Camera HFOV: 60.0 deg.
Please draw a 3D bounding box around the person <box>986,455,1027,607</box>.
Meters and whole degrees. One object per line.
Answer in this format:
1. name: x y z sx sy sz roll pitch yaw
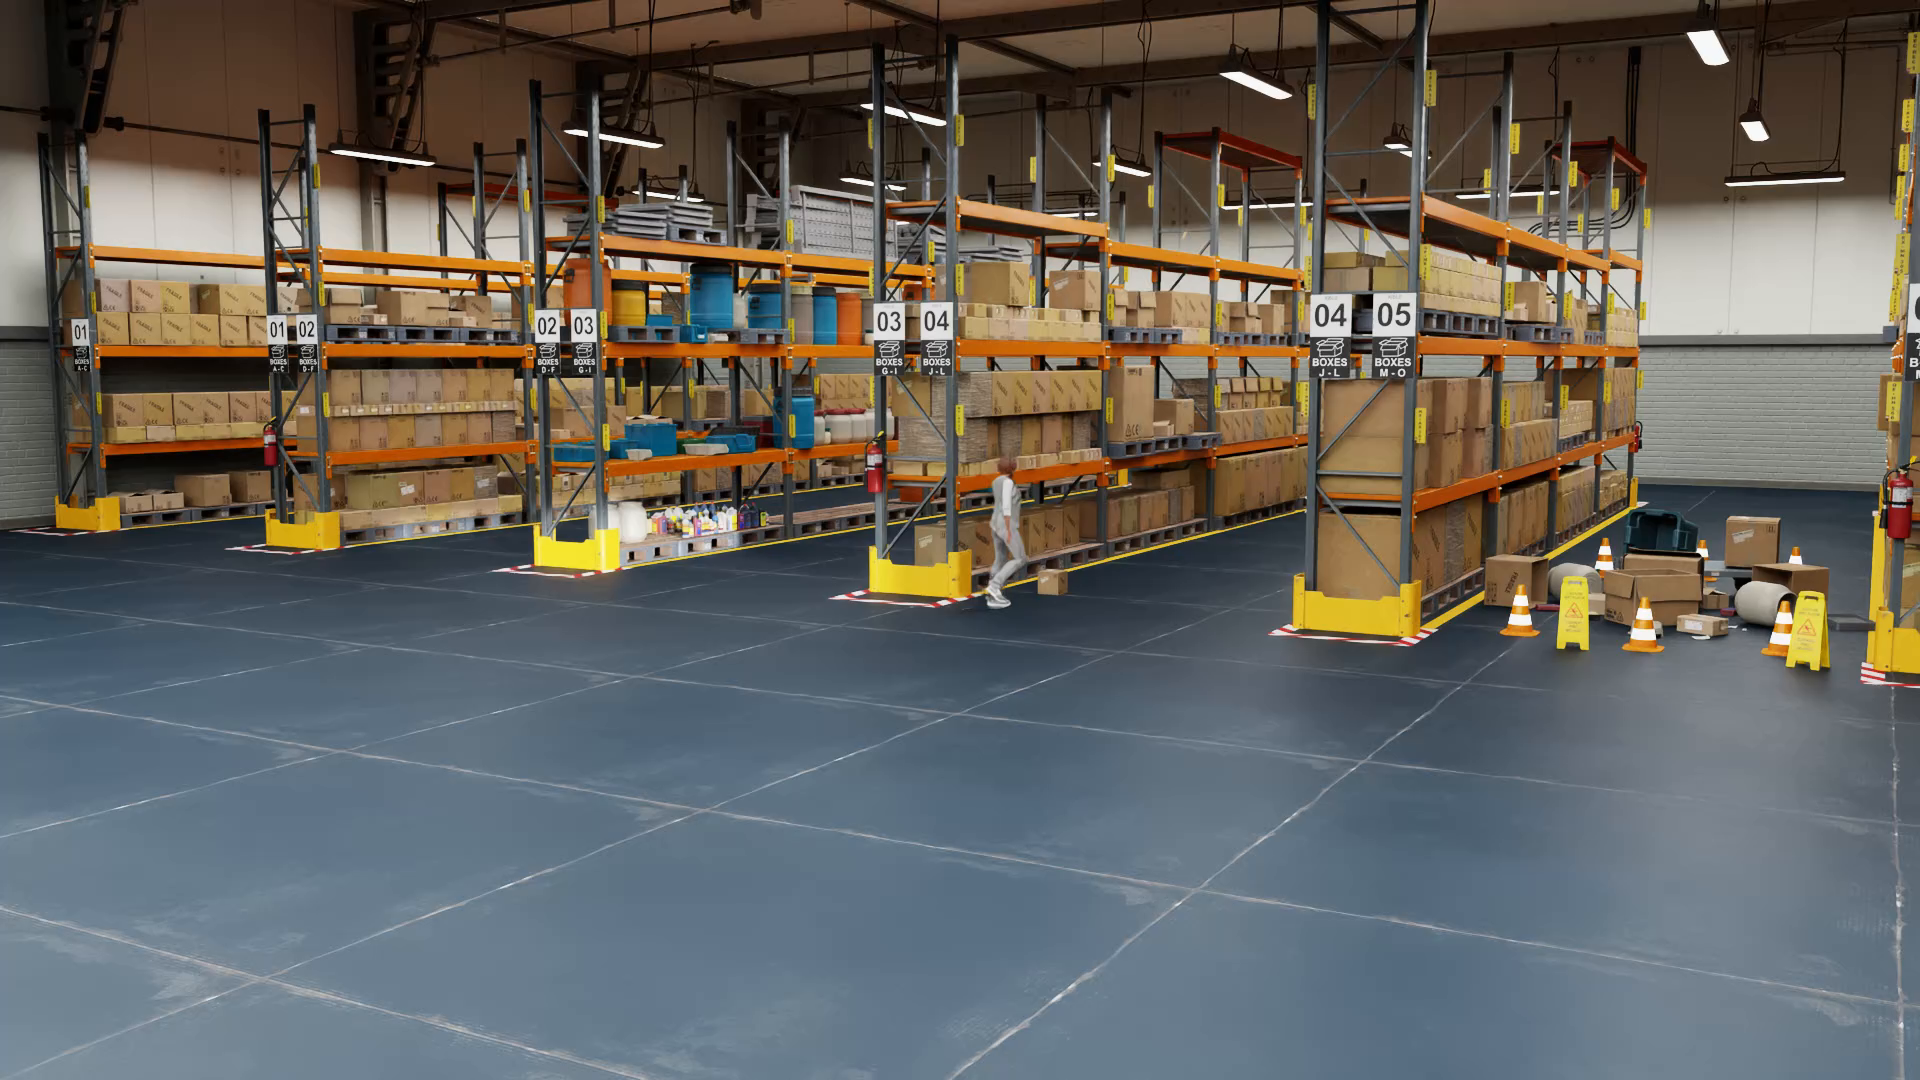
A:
1. person: 0.440 -0.088 17.314 0.428 1.577 0.514 -2 7 -20
